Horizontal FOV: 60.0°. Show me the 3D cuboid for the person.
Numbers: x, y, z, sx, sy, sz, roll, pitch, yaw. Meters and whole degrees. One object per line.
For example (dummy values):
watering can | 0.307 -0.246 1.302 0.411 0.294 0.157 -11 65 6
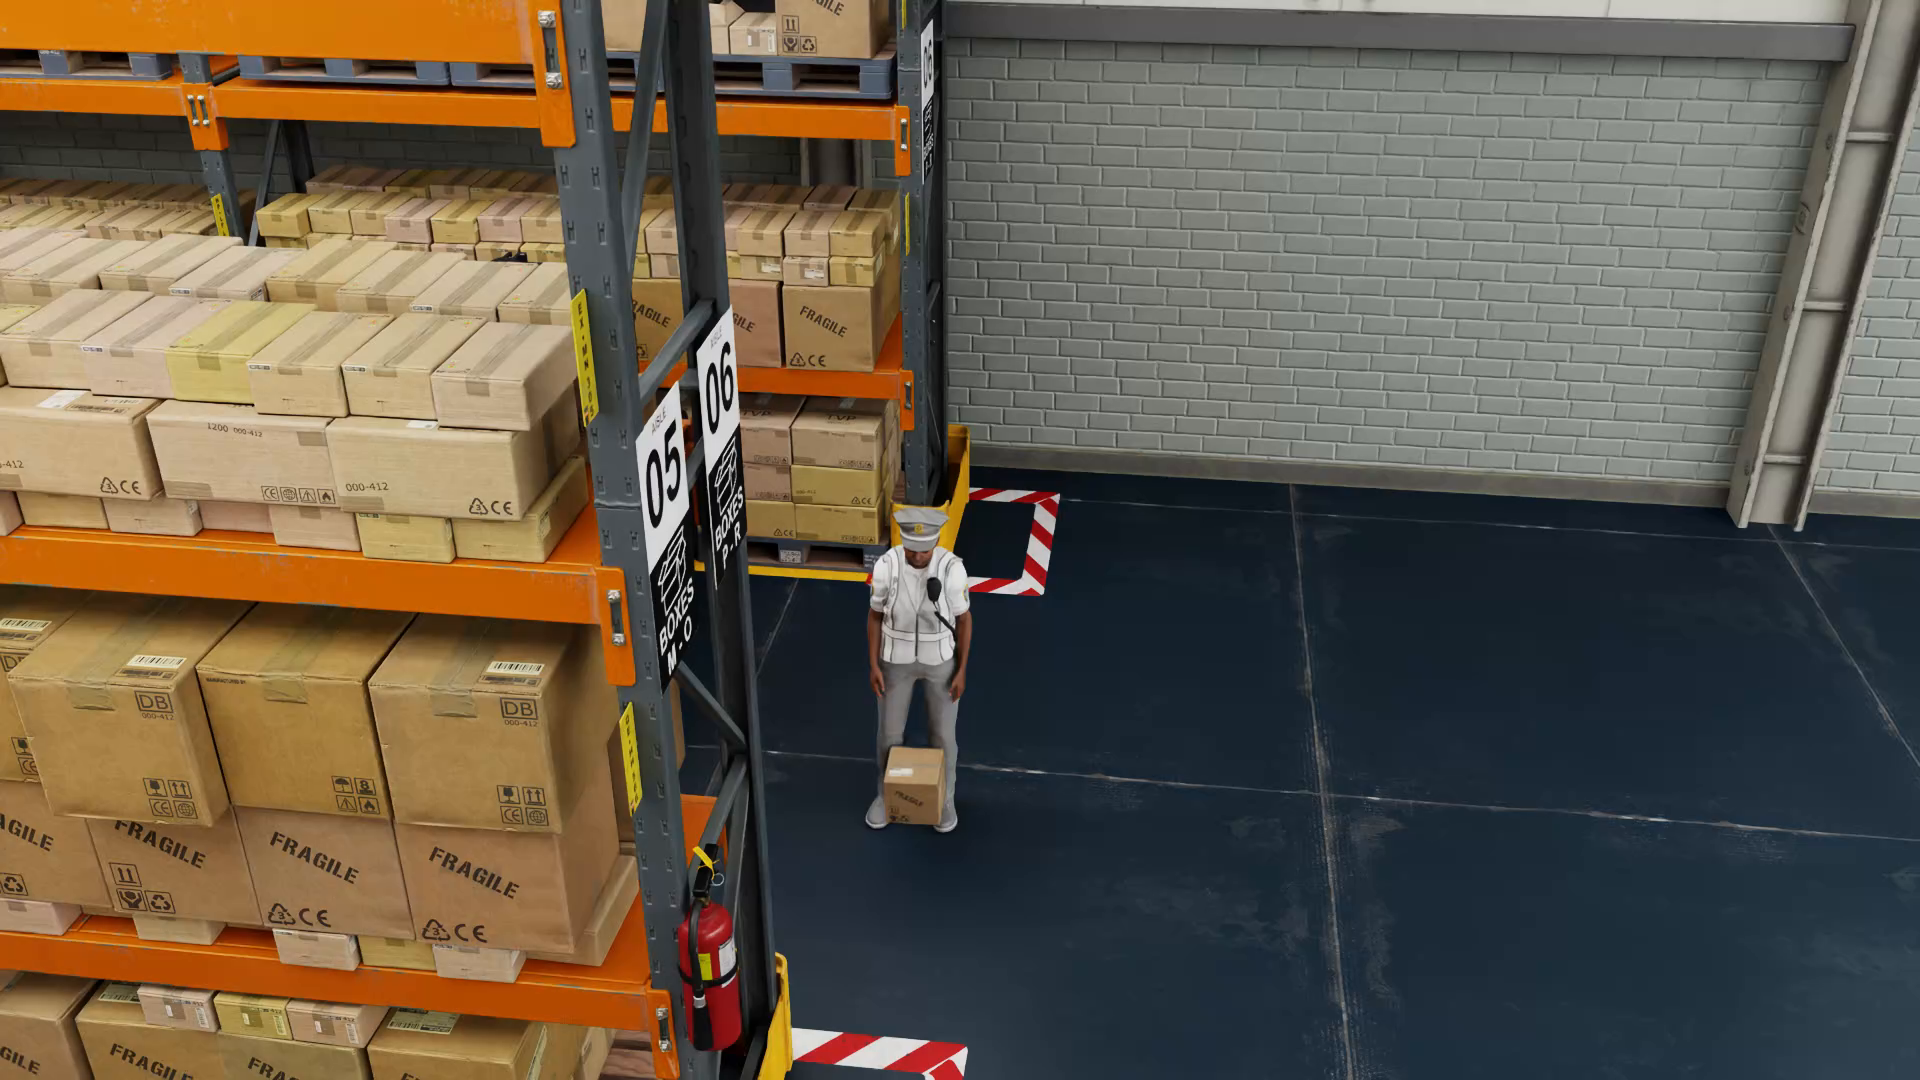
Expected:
person | -0.195 0.575 7.663 0.498 1.665 0.374 3 29 5
